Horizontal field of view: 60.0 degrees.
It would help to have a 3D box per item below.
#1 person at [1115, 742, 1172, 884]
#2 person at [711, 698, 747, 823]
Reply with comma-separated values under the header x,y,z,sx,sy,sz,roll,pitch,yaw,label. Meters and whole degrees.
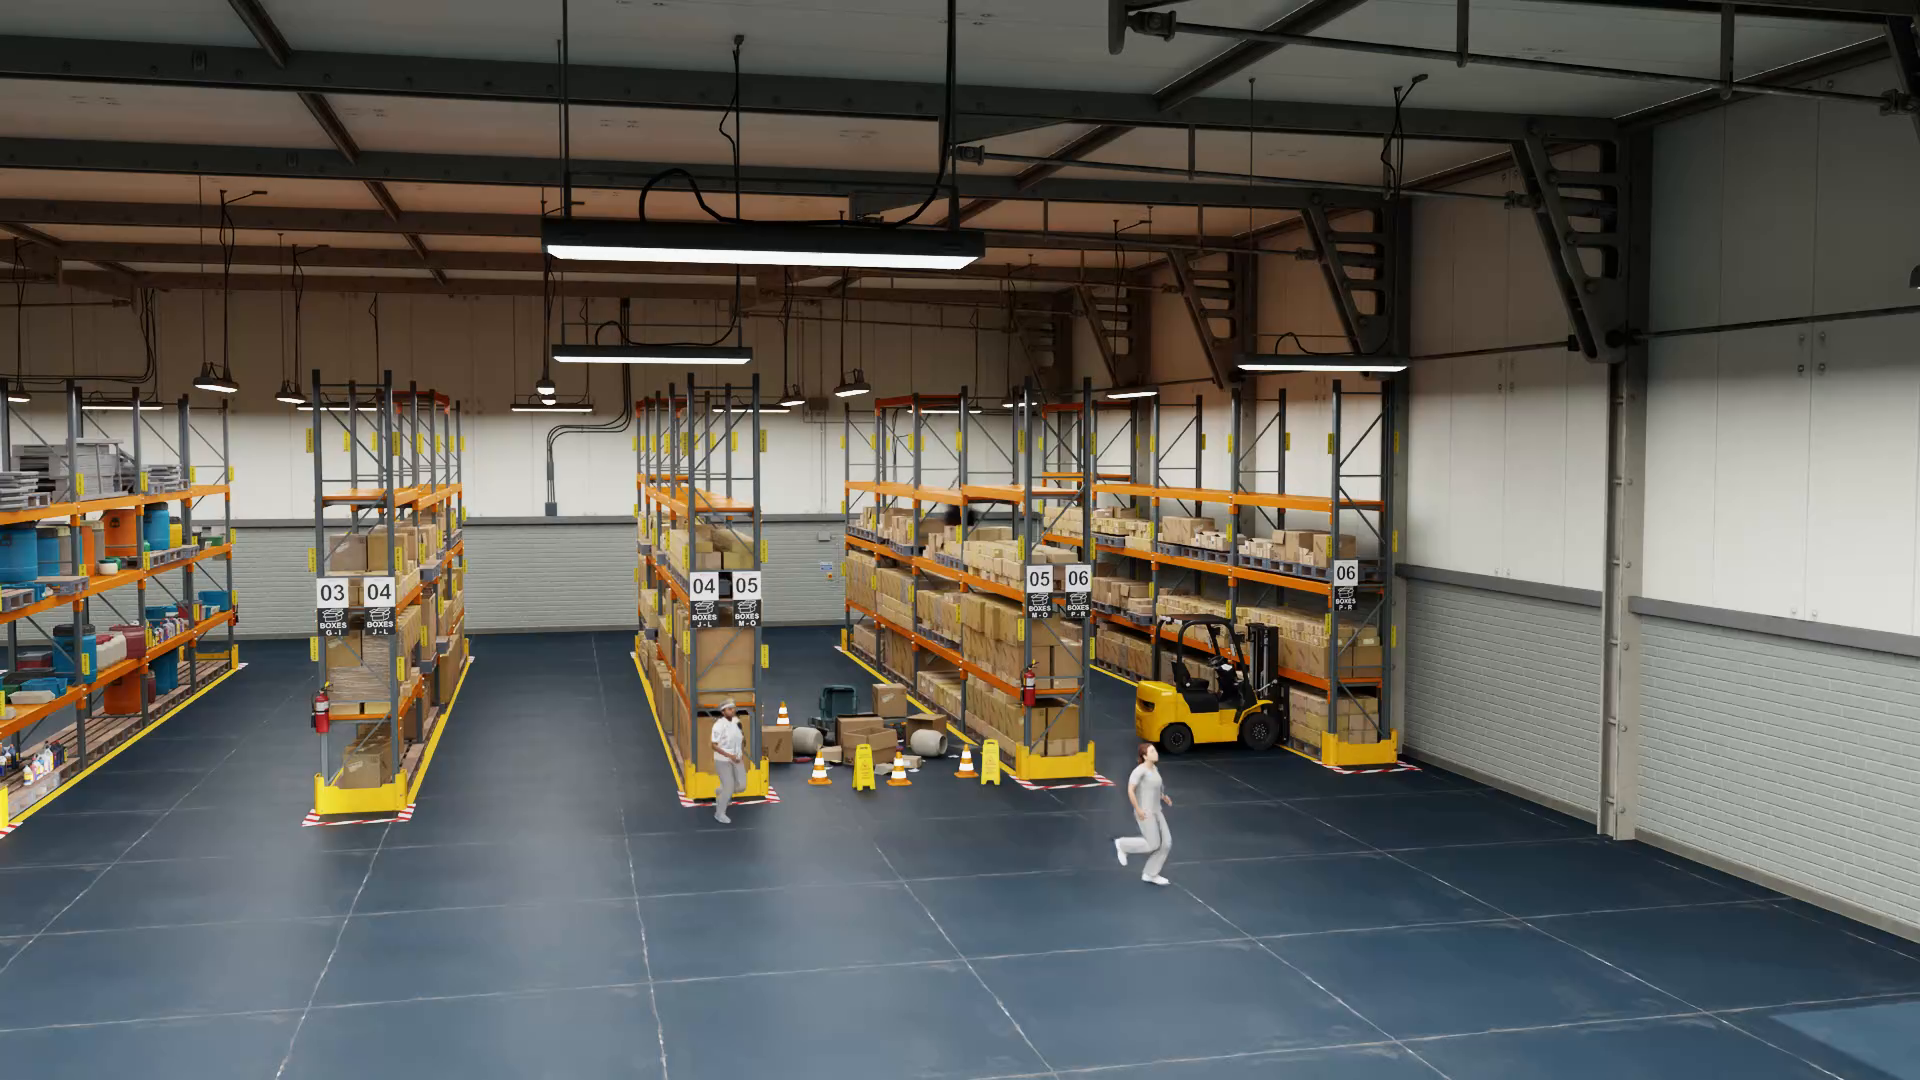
x,y,z,sx,sy,sz,roll,pitch,yaw,label
2.113,3.103,19.001,0.620,1.600,0.565,2,4,37,person
-3.050,2.912,22.056,0.600,1.667,0.602,3,4,40,person
